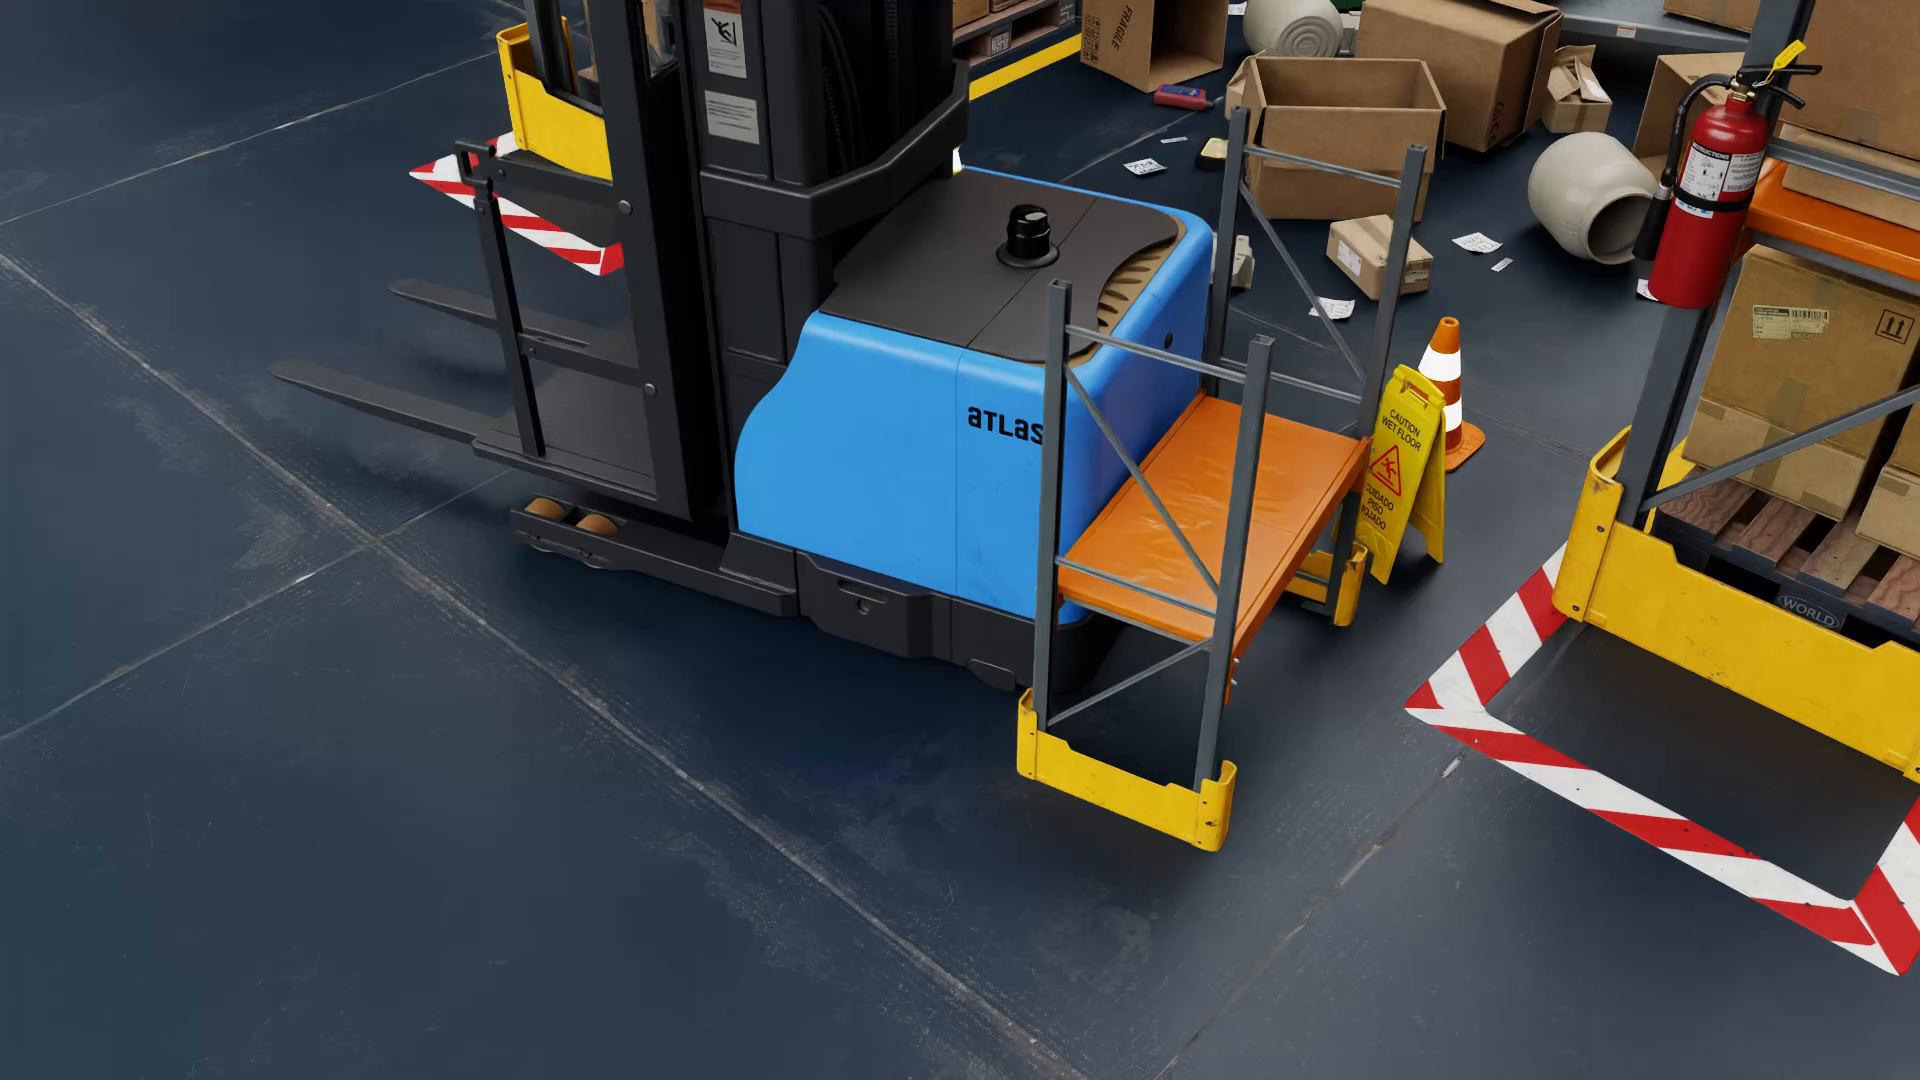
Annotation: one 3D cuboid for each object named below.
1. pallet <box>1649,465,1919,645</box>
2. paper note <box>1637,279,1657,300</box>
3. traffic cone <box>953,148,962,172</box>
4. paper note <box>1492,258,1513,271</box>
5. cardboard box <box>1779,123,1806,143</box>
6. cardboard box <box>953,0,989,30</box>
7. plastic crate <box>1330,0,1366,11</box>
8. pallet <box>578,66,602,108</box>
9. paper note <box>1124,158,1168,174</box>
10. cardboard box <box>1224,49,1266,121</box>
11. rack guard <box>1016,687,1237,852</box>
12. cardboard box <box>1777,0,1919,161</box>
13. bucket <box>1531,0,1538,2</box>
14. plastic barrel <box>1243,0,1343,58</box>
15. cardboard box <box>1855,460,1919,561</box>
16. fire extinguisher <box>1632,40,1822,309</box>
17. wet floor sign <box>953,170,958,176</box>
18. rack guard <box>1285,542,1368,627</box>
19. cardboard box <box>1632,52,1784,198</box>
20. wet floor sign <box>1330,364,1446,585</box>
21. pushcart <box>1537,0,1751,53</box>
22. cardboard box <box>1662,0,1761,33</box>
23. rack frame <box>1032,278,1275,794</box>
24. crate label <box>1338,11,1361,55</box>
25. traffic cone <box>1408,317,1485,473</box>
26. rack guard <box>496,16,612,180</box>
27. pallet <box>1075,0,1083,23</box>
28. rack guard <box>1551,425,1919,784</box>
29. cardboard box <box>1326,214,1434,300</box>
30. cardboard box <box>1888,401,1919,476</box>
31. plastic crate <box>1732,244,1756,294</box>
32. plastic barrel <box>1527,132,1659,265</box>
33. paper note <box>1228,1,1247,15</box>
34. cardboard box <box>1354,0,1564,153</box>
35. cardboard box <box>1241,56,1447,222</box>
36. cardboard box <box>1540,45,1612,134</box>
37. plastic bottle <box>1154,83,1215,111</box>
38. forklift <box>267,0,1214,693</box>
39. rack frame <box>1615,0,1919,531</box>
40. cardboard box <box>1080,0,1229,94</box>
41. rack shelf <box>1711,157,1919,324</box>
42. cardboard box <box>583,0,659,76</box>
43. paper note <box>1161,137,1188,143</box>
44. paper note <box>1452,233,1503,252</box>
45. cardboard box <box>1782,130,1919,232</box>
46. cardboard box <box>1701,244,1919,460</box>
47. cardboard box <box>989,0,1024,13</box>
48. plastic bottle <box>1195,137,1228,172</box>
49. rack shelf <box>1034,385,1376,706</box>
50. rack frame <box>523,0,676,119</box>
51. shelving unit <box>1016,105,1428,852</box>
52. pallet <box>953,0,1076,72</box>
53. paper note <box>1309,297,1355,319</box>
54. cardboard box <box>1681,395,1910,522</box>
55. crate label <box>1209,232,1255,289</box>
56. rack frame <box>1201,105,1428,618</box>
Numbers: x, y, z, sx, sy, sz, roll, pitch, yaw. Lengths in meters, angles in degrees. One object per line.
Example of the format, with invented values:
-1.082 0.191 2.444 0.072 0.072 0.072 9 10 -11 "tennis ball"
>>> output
2.878 -0.082 5.184 1.003 0.211 1.213 30 47 32 "pallet"
2.704 -0.973 6.449 0.142 0.019 0.148 14 41 17 "paper note"
-0.063 -1.467 6.724 0.336 0.463 0.334 30 47 32 "traffic cone"
2.160 -1.097 6.621 0.032 0.001 0.123 30 47 32 "paper note"
2.436 -1.107 4.434 0.380 0.149 0.250 29 47 31 "cardboard box"
-0.468 -2.890 7.844 0.875 0.875 0.875 29 47 31 "cardboard box"
2.079 -2.942 8.753 0.662 0.188 0.450 -11 30 -14 "plastic crate"
-0.987 -2.121 7.748 1.003 0.211 1.213 30 47 32 "pallet"
0.814 -1.638 7.287 0.142 0.017 0.144 -18 42 -21 "paper note"
1.429 -2.017 7.573 0.258 0.266 0.396 -26 45 -29 "cardboard box"
0.420 0.592 4.305 0.587 0.250 0.087 19 42 23 "rack guard"
2.416 -1.301 4.157 0.500 0.500 0.500 29 47 31 "cardboard box"
2.839 -2.933 7.938 0.620 0.611 0.726 -10 38 -28 "bucket"
1.596 -2.477 8.024 0.421 0.421 0.512 -5 39 -6 "plastic barrel"
3.001 -0.123 4.867 0.500 0.250 0.500 29 47 32 "cardboard box"
1.835 -0.891 4.023 0.296 0.674 0.183 30 47 32 "fire extinguisher"
-0.027 -1.046 6.048 0.267 0.644 0.232 22 43 25 "wet floor sign"
0.912 0.053 4.983 0.587 0.250 0.087 19 42 23 "rack guard"
3.224 -1.720 7.009 0.500 0.500 0.500 -5 39 -6 "cardboard box"
1.335 -0.221 5.010 0.232 0.644 0.267 -18 42 -21 "wet floor sign"
3.235 -2.526 8.124 1.648 0.377 0.936 14 41 17 "pushcart"
3.617 -2.670 7.598 0.500 0.500 0.500 30 47 32 "cardboard box"
0.411 0.113 3.903 0.500 1.500 0.032 19 42 23 "rack frame"
1.961 -2.550 8.347 0.298 0.136 0.250 2 39 2 "crate label"
1.591 -0.527 5.541 0.336 0.463 0.334 30 47 32 "traffic cone"
-1.485 -1.823 7.141 1.175 0.500 0.348 30 47 32 "rack guard"
0.659 -3.242 9.158 1.003 0.211 1.213 30 47 32 "pallet"
2.304 0.163 4.643 1.175 0.500 0.348 30 47 32 "rack guard"
1.646 -1.115 6.532 0.250 0.149 0.380 -11 40 -14 "cardboard box"
3.017 -0.428 4.647 0.500 0.500 0.500 28 46 31 "cardboard box"
3.287 -1.099 6.567 0.402 0.080 0.583 14 41 17 "plastic crate"
2.529 -1.357 6.616 0.421 0.421 0.512 -5 39 -6 "plastic barrel"
1.444 -2.799 8.745 0.147 0.020 0.142 2 39 2 "paper note"
2.194 -2.160 7.453 0.797 0.637 0.503 30 47 32 "cardboard box"
1.569 -1.673 6.950 0.797 0.503 0.637 2 39 2 "cardboard box"
2.818 -2.075 7.646 0.258 0.266 0.396 2 39 2 "cardboard box"
1.065 -2.075 7.811 0.283 0.061 0.133 14 41 17 "plastic bottle"
-0.830 -1.339 4.579 3.031 2.935 1.130 16 41 19 "forklift"
2.253 -0.781 3.822 1.000 3.000 0.127 30 47 32 "rack frame"
0.940 -2.529 8.027 0.500 0.500 0.500 -26 45 -29 "cardboard box"
3.602 -1.418 5.201 1.077 0.370 4.000 30 47 32 "rack shelf"
-1.060 -2.485 7.334 0.875 0.875 0.875 30 47 32 "cardboard box"
0.969 -1.808 7.516 0.123 0.001 0.032 -11 40 -14 "paper note"
2.105 -1.211 6.758 0.142 0.019 0.148 -18 42 -21 "paper note"
2.347 -0.944 4.229 0.380 0.149 0.250 31 48 33 "cardboard box"
2.601 -0.640 4.914 0.500 0.500 0.500 30 47 32 "cardboard box"
0.148 -3.308 8.369 0.875 0.875 0.875 30 47 32 "cardboard box"
1.142 -1.723 7.368 0.133 0.061 0.283 14 41 17 "plastic bottle"
0.662 -0.021 4.361 0.538 0.185 1.000 19 42 23 "rack shelf"
-1.469 -2.813 6.377 1.000 3.000 0.127 30 47 32 "rack frame"
0.666 -0.167 4.255 0.587 1.500 1.083 19 42 23 "shelving unit"
-0.164 -2.679 8.450 1.003 0.211 1.213 30 47 32 "pallet"
1.421 -0.889 6.343 0.148 0.019 0.142 14 41 17 "paper note"
2.616 -0.364 5.170 0.500 0.250 0.500 29 47 32 "cardboard box"
1.027 -1.096 6.519 0.250 0.136 0.298 8 39 10 "crate label"
0.913 -0.437 4.595 0.500 1.500 0.032 19 42 23 "rack frame"
